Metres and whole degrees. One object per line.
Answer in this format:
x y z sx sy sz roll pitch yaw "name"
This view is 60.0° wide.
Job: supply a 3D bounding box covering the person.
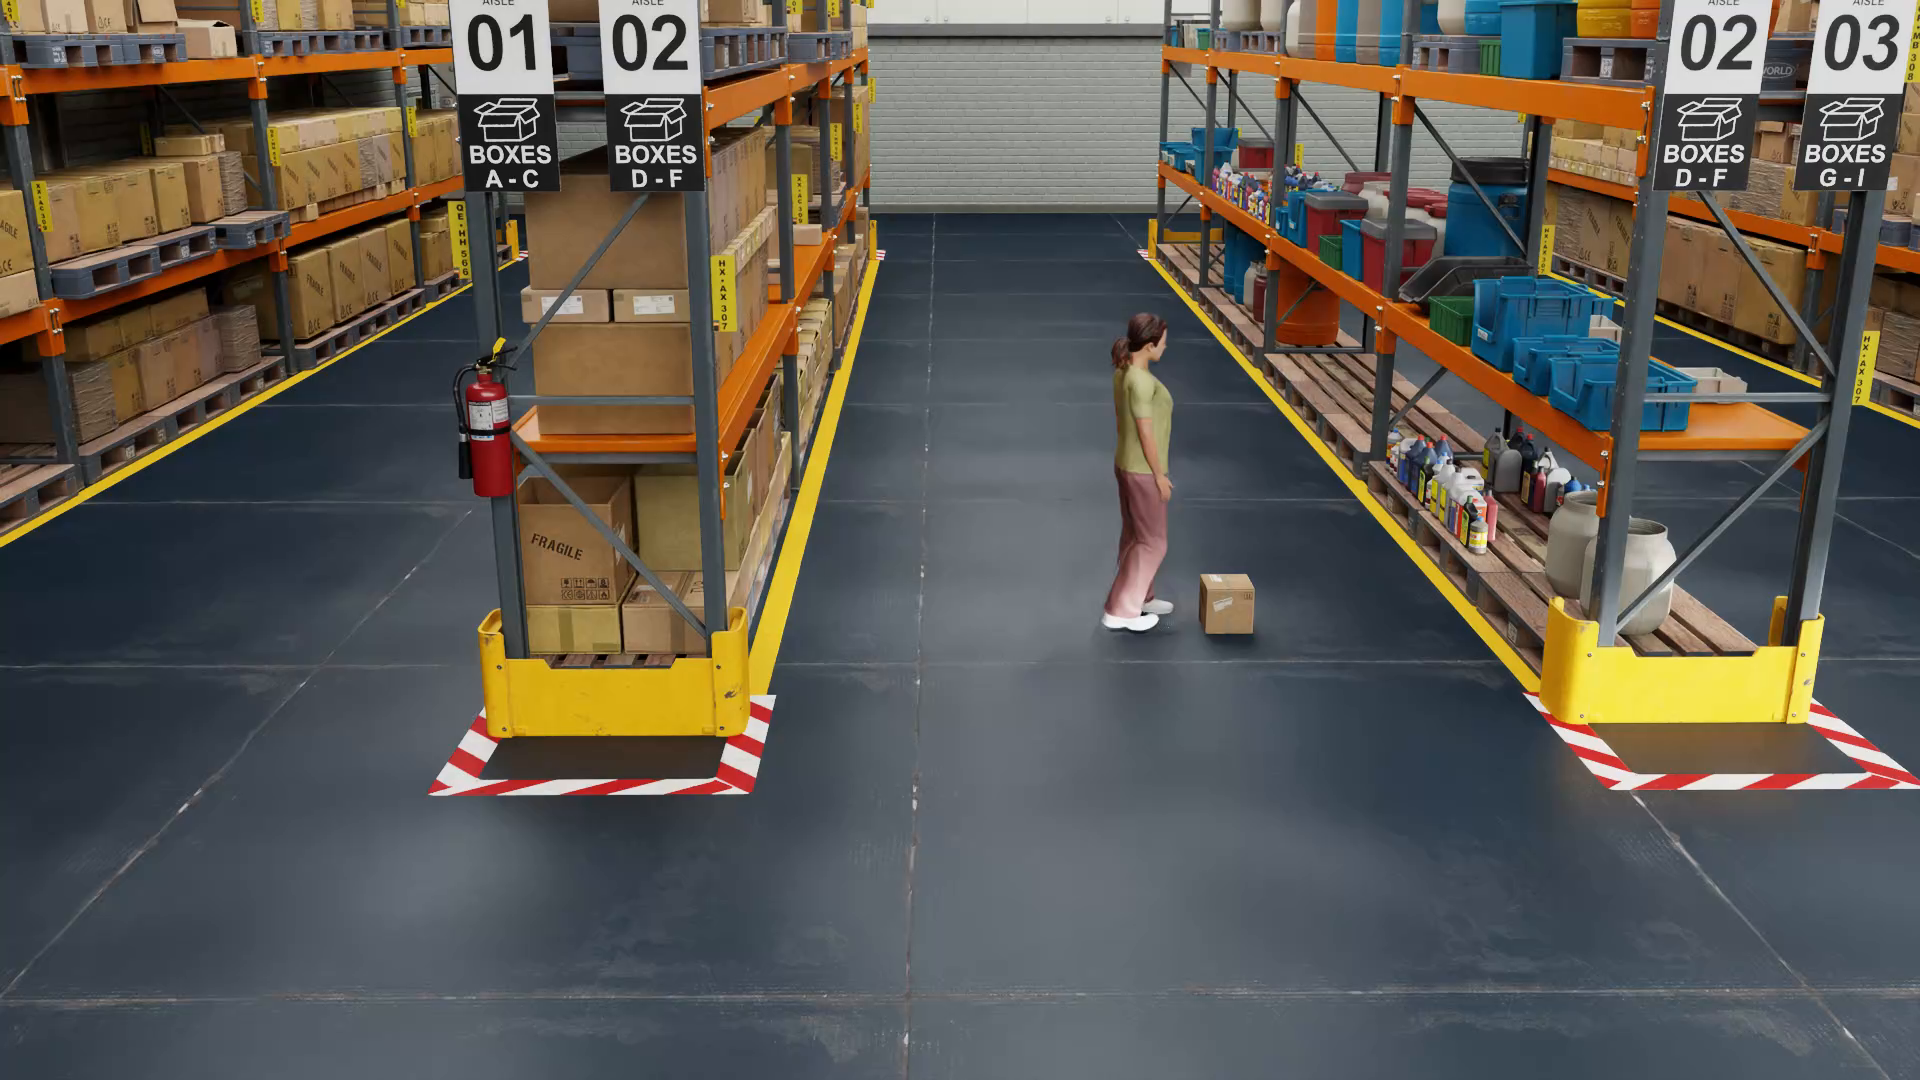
0.958 -0.350 8.657 0.470 1.690 0.474 -2 17 -7 "person"
